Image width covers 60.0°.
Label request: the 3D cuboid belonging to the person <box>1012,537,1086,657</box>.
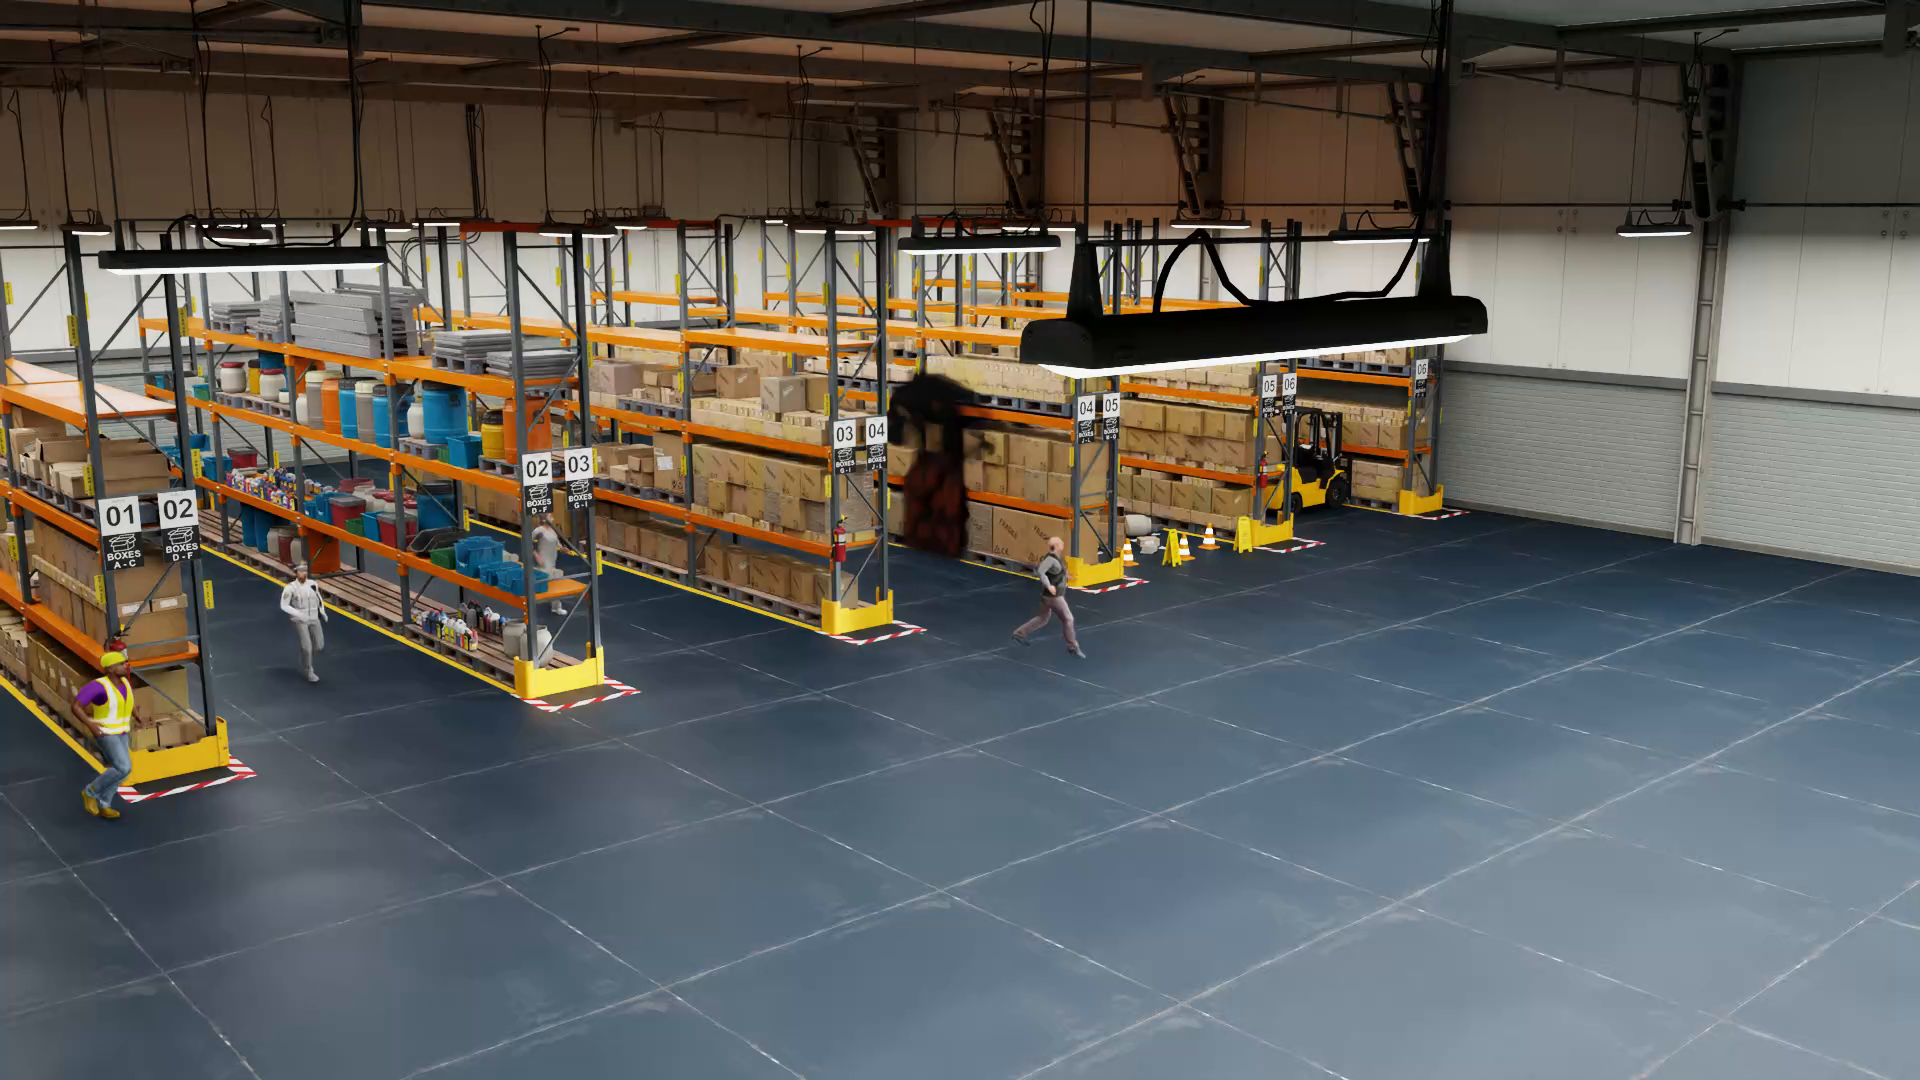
[{"bbox_3d":[1.262,0.821,23.558,1.055,1.769,0.624,-2,12,-8],"label":"person"}]

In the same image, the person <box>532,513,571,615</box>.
[{"bbox_3d":[-6.553,0.327,26.129,0.877,1.654,0.547,6,13,27],"label":"person"}]

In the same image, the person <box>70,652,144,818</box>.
[{"bbox_3d":[-8.897,2.027,17.520,0.547,1.719,0.722,1,11,5],"label":"person"}]

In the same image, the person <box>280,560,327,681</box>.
[{"bbox_3d":[-8.833,1.075,22.423,0.554,1.659,0.616,10,15,41],"label":"person"}]
